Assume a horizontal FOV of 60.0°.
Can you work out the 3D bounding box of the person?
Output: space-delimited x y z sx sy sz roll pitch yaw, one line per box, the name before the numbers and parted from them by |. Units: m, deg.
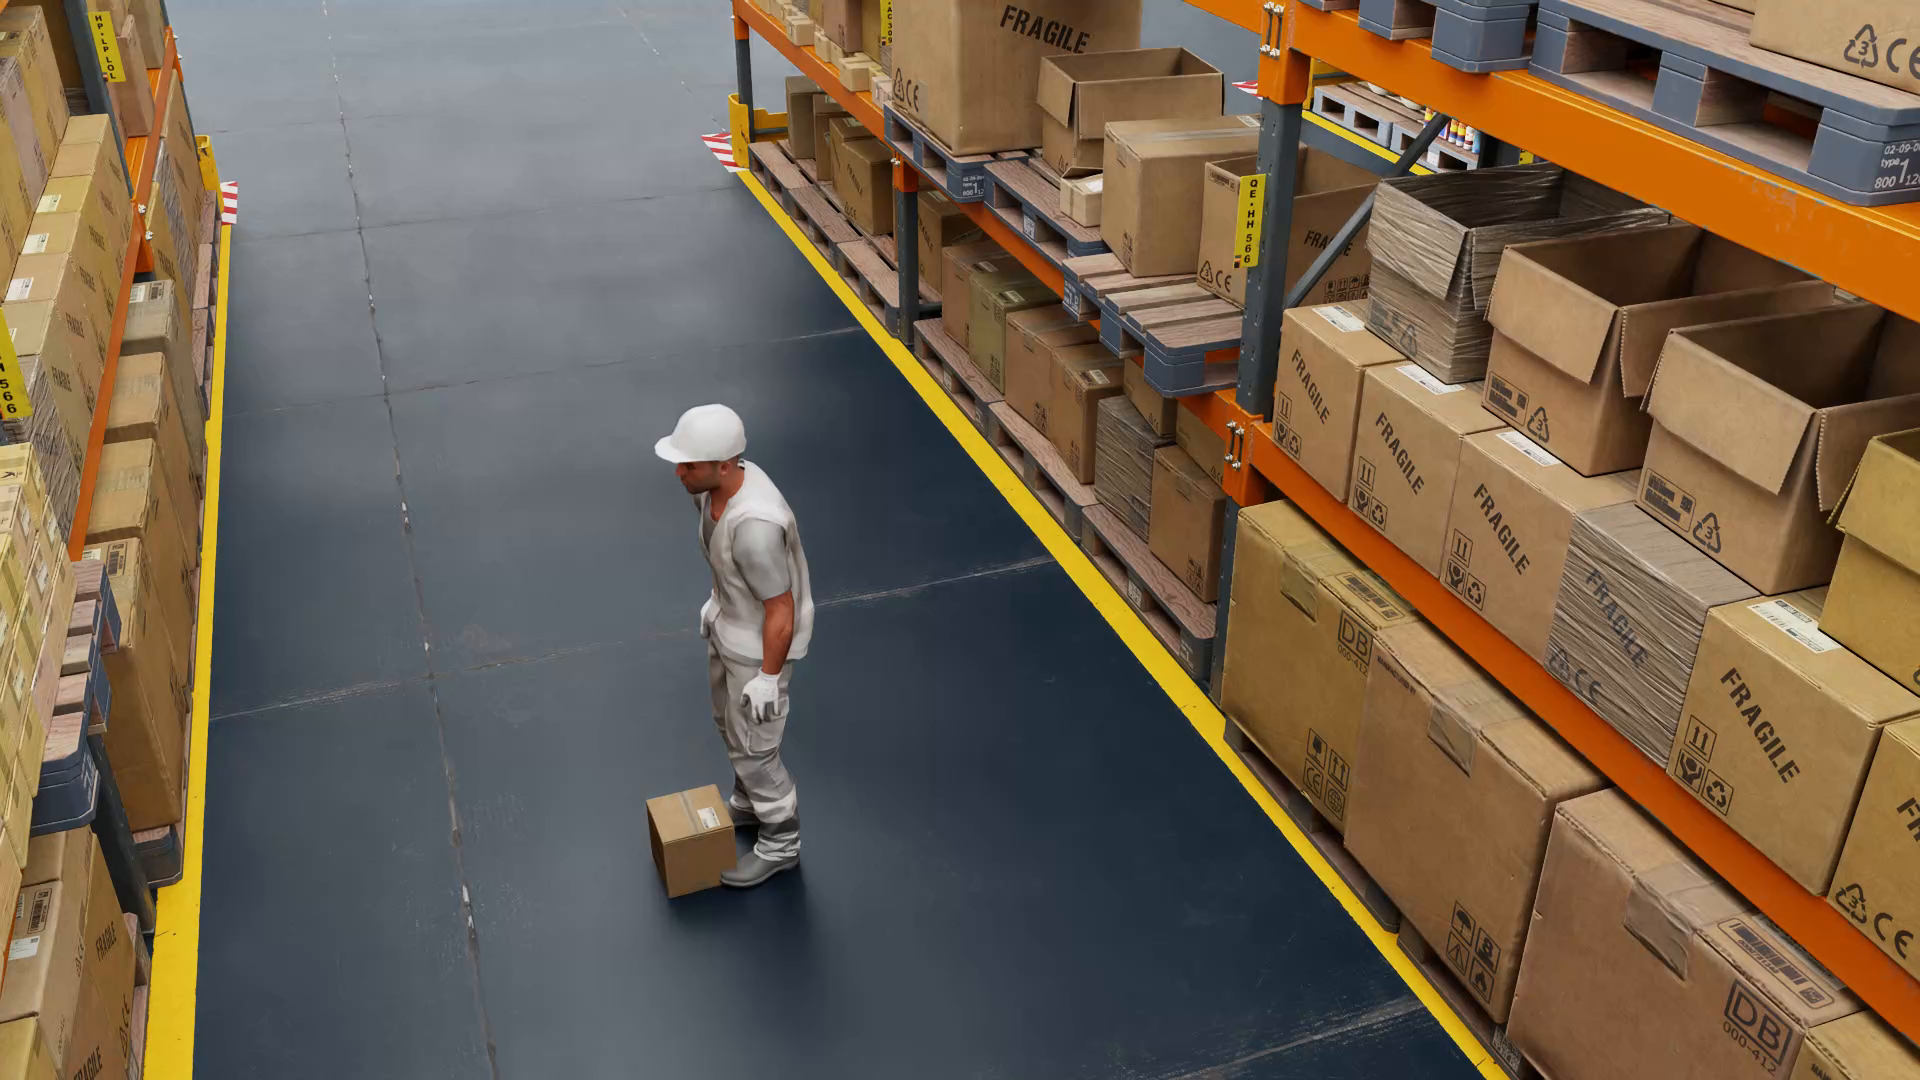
person | -0.724 0.345 5.508 0.453 1.777 0.608 -12 32 -20
